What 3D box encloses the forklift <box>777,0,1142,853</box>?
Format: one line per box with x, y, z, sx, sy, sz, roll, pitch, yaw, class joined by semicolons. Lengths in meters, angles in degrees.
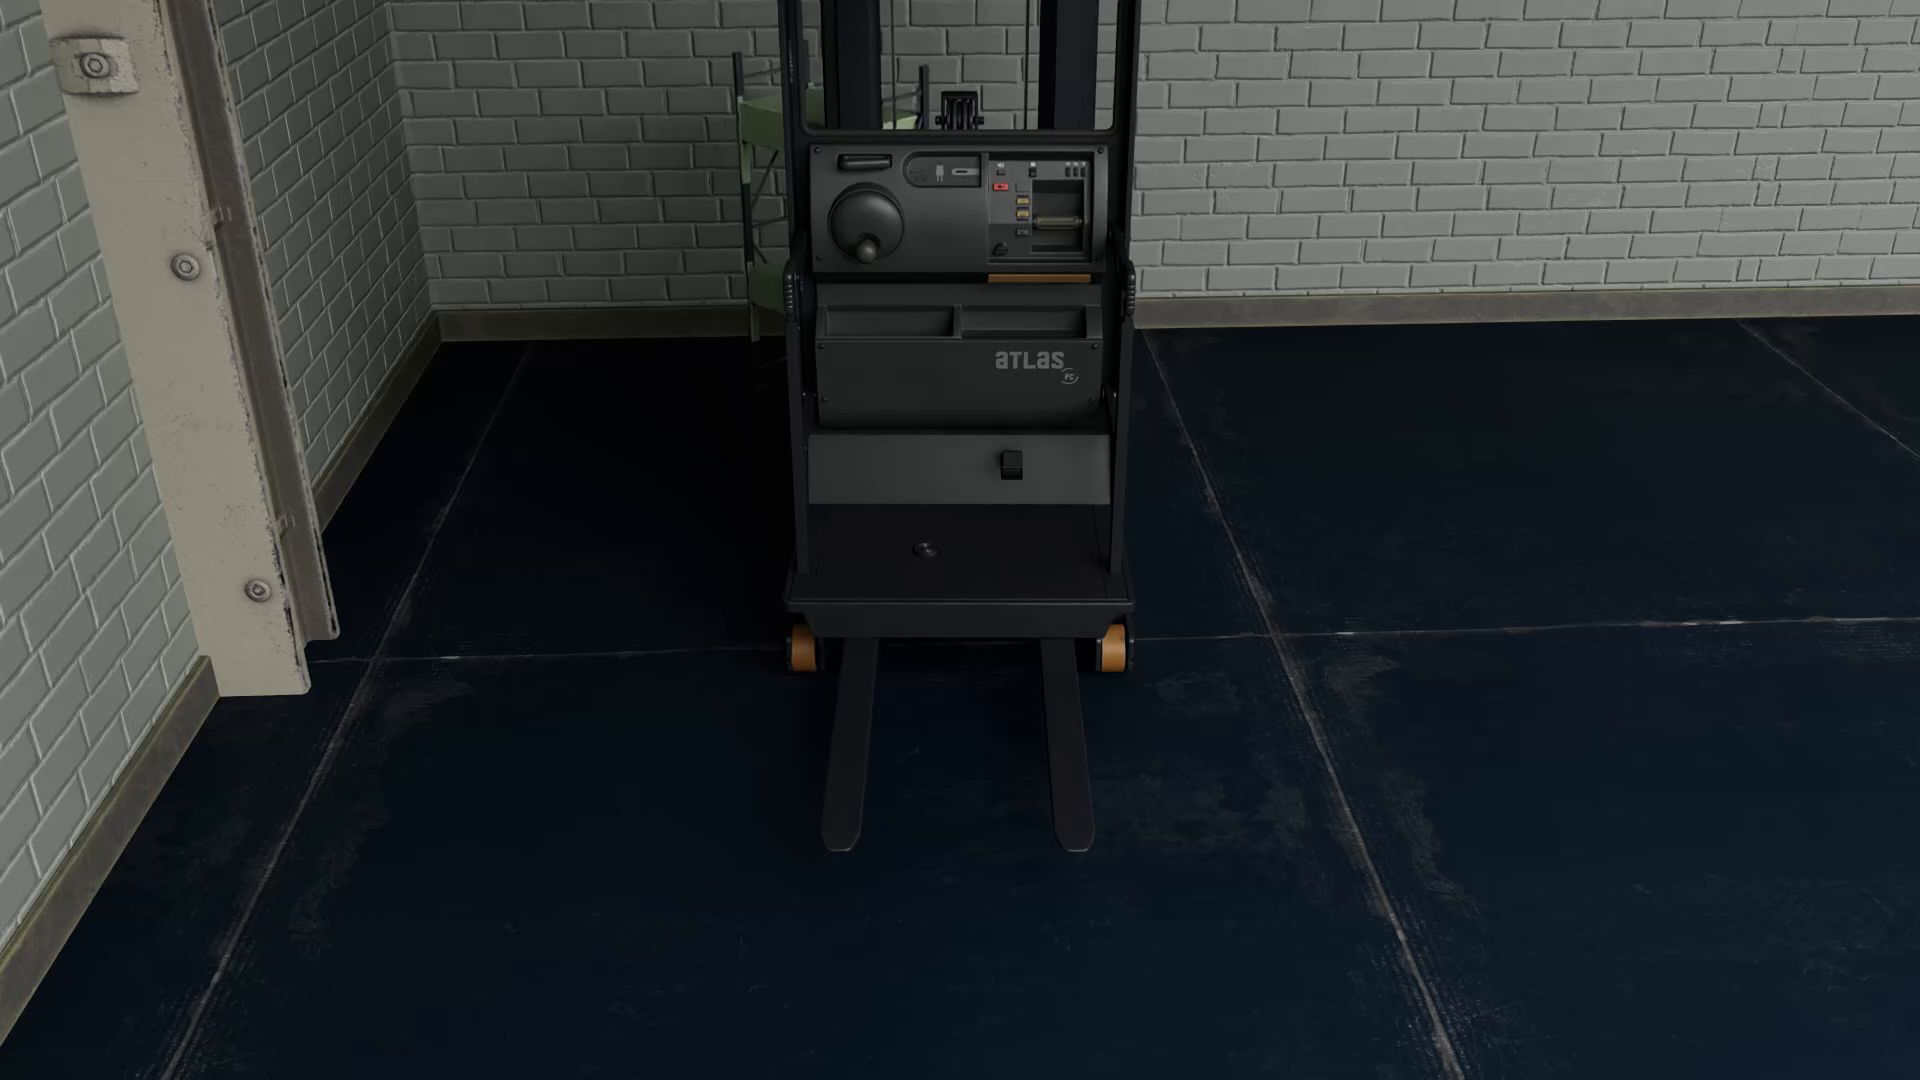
-0.002;-1.009;5.014;1.130;2.935;3.031;0;28;0;forklift

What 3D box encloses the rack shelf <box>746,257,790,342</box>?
-0.532;-1.003;7.255;0.720;0.370;0.431;24;36;39;rack shelf

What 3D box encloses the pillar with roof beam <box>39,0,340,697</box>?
2.049;-3.691;3.595;9.100;9.000;0.400;-1;28;-3;pillar with roof beam

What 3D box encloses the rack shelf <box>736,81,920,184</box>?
-0.532;-1.638;6.924;0.720;0.370;0.431;24;36;39;rack shelf

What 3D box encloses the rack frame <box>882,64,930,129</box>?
-0.271;-1.173;6.877;0.023;1.500;0.400;24;36;39;rack frame

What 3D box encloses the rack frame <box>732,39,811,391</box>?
-0.793;-1.410;7.333;0.023;1.500;0.400;24;36;39;rack frame

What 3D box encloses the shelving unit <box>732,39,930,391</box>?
-0.532;-1.292;7.105;0.755;1.500;0.431;24;36;39;shelving unit
